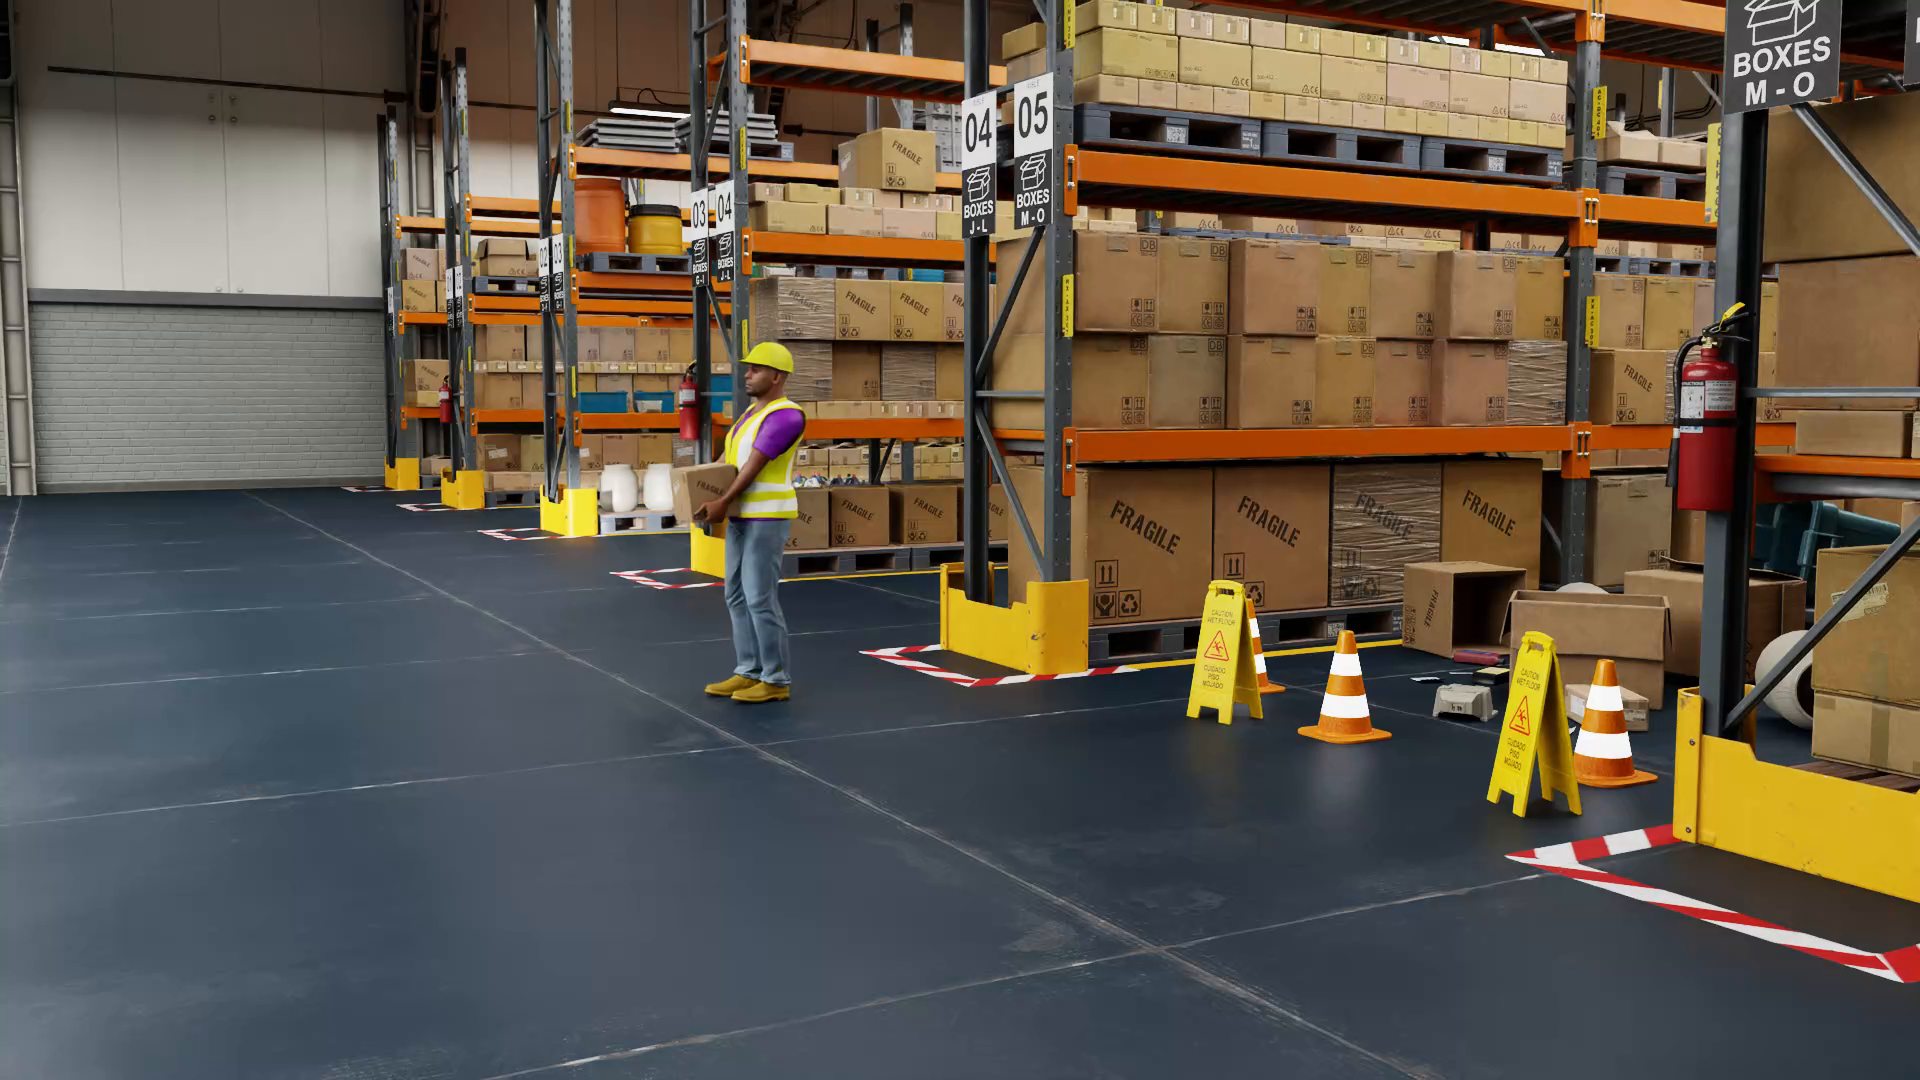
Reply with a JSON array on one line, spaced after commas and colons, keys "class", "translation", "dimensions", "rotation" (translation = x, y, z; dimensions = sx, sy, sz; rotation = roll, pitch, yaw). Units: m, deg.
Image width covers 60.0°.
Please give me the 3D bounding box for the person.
[{"class": "person", "translation": [-1.014, -0.092, 8.212], "dimensions": [0.446, 1.760, 0.504], "rotation": [-3, 6, -28]}]
